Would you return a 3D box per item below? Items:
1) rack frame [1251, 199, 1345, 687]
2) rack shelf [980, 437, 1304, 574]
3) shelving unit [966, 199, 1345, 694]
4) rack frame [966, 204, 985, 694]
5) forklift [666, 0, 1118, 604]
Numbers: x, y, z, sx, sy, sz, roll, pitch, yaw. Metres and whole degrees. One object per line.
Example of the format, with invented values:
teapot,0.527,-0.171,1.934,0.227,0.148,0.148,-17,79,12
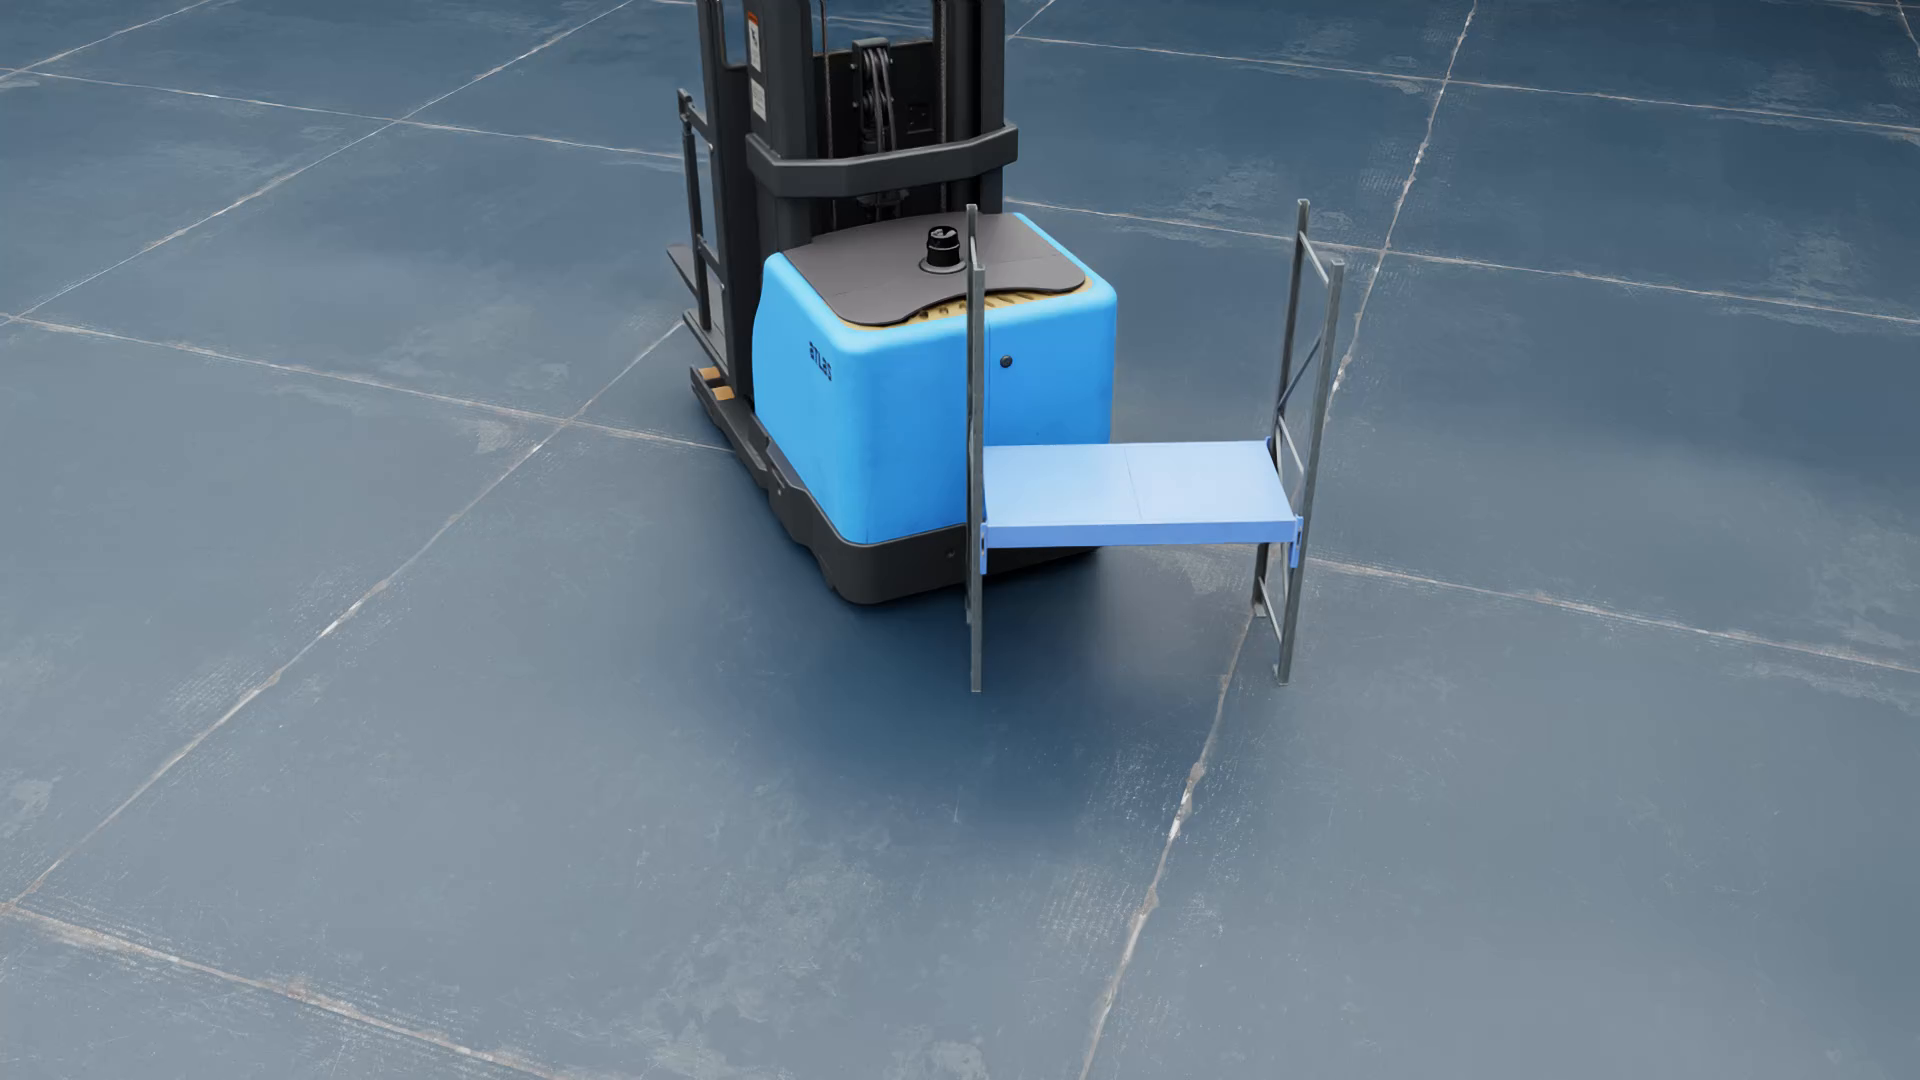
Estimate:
rack frame,1.061,-0.281,5.302,0.032,1.500,0.500,-1,33,-2
rack shelf,0.553,-0.119,5.384,1.000,0.185,0.538,-1,33,-2
shelving unit,0.553,-0.271,5.286,1.048,1.500,0.538,-1,33,-2
rack frame,0.045,-0.260,5.270,0.032,1.500,0.500,-1,33,-2
forklift,-0.505,-1.795,6.329,1.130,2.935,3.031,-13,35,-20
